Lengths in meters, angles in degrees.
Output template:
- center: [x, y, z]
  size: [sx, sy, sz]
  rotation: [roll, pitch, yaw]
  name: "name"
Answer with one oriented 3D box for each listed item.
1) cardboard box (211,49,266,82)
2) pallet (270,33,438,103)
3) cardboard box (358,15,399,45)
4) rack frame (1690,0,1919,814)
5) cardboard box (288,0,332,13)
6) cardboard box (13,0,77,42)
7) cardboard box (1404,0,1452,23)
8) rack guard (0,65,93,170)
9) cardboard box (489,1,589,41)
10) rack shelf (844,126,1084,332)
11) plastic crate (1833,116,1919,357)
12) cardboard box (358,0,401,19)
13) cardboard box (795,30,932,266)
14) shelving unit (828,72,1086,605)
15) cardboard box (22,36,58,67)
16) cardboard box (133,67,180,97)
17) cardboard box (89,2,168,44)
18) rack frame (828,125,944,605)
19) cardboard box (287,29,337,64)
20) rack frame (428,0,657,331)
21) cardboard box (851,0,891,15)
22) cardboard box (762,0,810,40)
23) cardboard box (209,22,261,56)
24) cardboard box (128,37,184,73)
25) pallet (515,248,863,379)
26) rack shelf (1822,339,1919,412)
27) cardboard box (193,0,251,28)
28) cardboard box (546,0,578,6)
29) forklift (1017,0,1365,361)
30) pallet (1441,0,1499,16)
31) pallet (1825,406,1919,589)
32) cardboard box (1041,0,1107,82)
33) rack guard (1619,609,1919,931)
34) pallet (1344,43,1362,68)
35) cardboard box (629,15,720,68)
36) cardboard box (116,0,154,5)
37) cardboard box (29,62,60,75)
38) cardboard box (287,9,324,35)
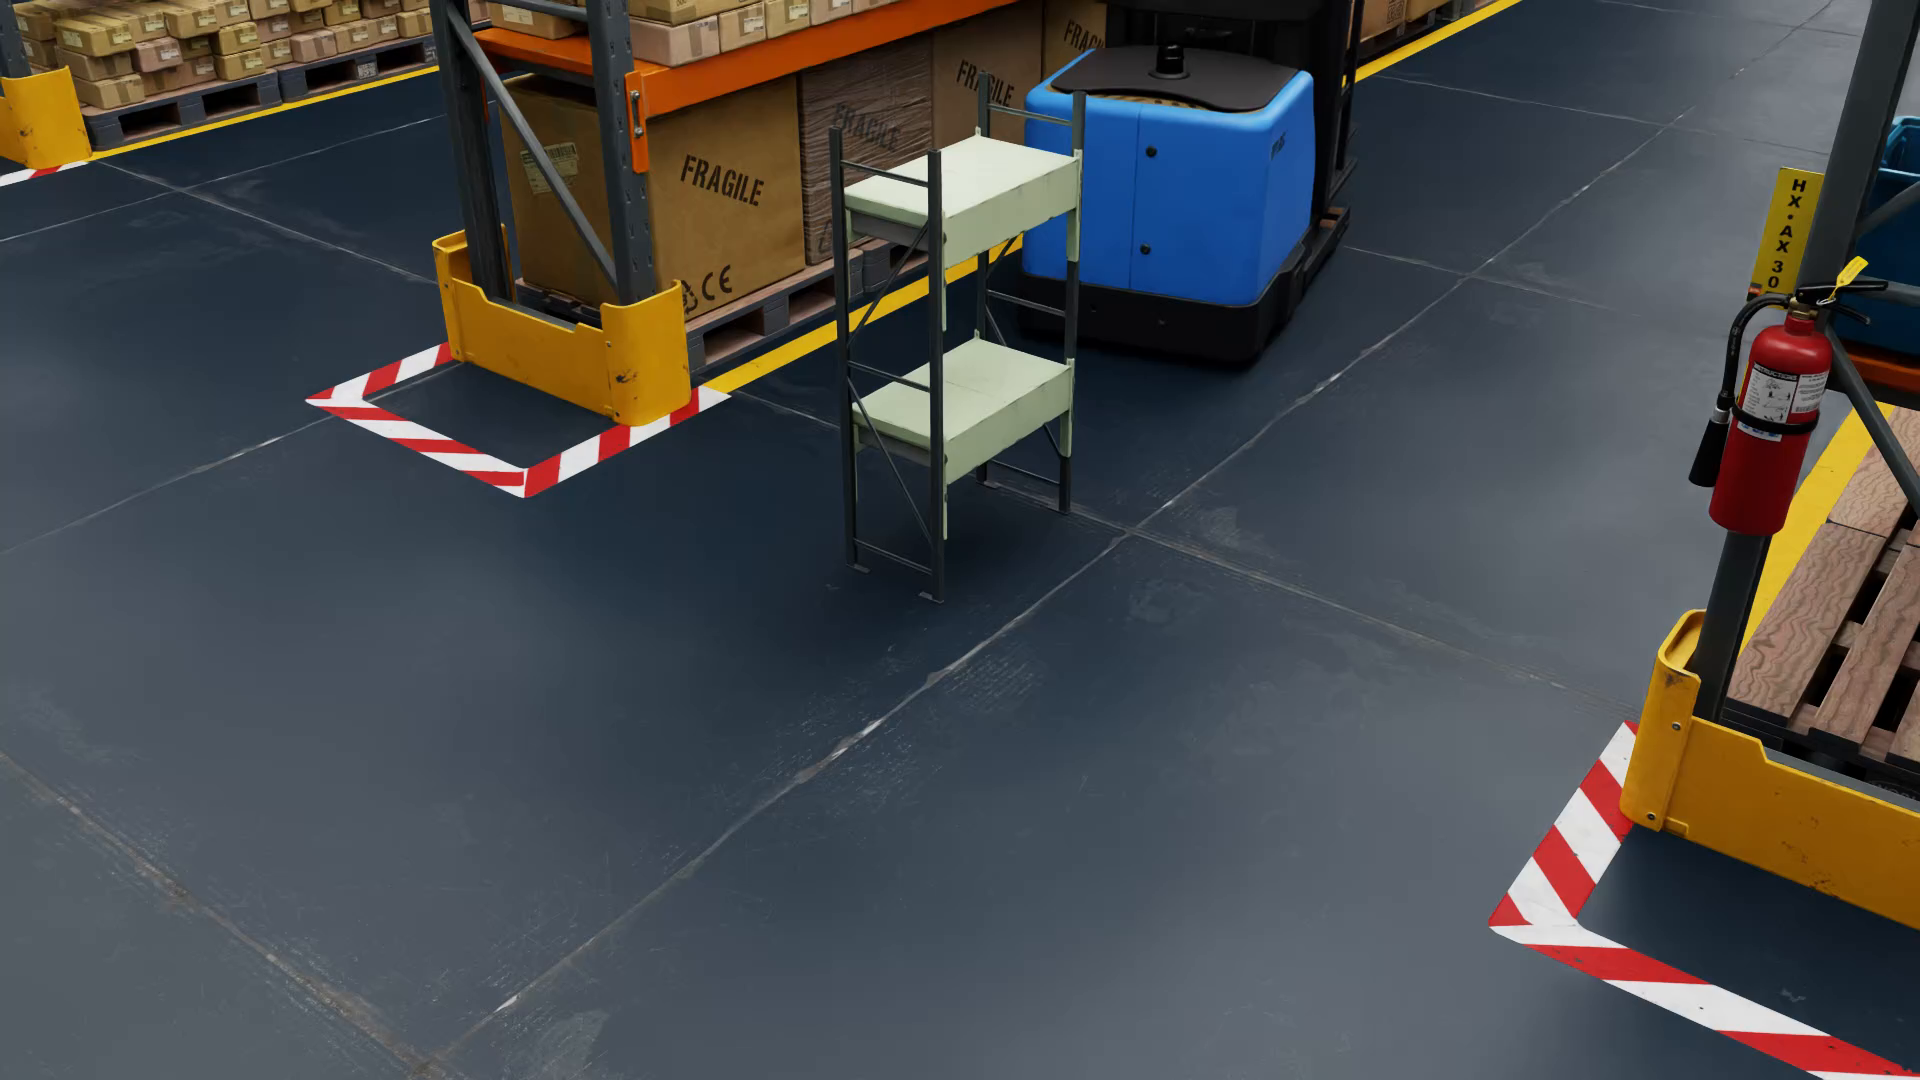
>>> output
- center: [-4.453, -2.919, 10.117]
  size: [0.380, 0.149, 0.250]
  rotation: [22, 37, 32]
  name: "cardboard box"
- center: [-4.202, -3.190, 10.925]
  size: [1.003, 0.211, 1.213]
  rotation: [21, 37, 31]
  name: "pallet"
- center: [-3.890, -3.355, 10.854]
  size: [0.380, 0.149, 0.250]
  rotation: [22, 37, 32]
  name: "cardboard box"
- center: [2.339, -0.454, 3.573]
  size: [1.000, 3.000, 0.127]
  rotation: [21, 37, 31]
  name: "rack frame"
- center: [-4.137, -3.405, 10.354]
  size: [0.380, 0.149, 0.250]
  rotation: [22, 37, 32]
  name: "cardboard box"
- center: [-5.386, -3.049, 9.753]
  size: [0.380, 0.149, 0.250]
  rotation: [22, 37, 32]
  name: "cardboard box"
- center: [2.786, -4.222, 11.604]
  size: [1.225, 0.875, 0.875]
  rotation: [19, 36, 29]
  name: "cardboard box"
- center: [-5.457, -2.501, 9.480]
  size: [1.175, 0.500, 0.348]
  rotation: [21, 37, 31]
  name: "rack guard"
- center: [-1.657, -2.116, 6.624]
  size: [0.380, 0.149, 0.250]
  rotation: [22, 37, 32]
  name: "cardboard box"
- center: [0.004, -0.984, 5.173]
  size: [0.431, 0.370, 0.720]
  rotation: [21, 37, 31]
  name: "rack shelf"
- center: [2.392, -0.688, 3.875]
  size: [0.616, 0.435, 0.499]
  rotation: [21, 37, 31]
  name: "plastic crate"
- center: [-3.872, -3.515, 10.832]
  size: [0.380, 0.149, 0.250]
  rotation: [19, 36, 29]
  name: "cardboard box"
- center: [-0.738, -1.899, 7.684]
  size: [0.875, 0.875, 0.875]
  rotation: [21, 37, 31]
  name: "cardboard box"
- center: [0.004, -0.648, 5.372]
  size: [0.431, 1.500, 0.755]
  rotation: [21, 37, 31]
  name: "shelving unit"
- center: [-5.412, -2.930, 9.844]
  size: [0.380, 0.149, 0.250]
  rotation: [20, 36, 30]
  name: "cardboard box"
- center: [-4.839, -2.746, 9.825]
  size: [0.380, 0.149, 0.250]
  rotation: [21, 37, 31]
  name: "cardboard box"
- center: [-4.846, -3.013, 9.693]
  size: [0.380, 0.149, 0.250]
  rotation: [22, 37, 32]
  name: "cardboard box"
- center: [-0.217, -0.499, 5.121]
  size: [0.400, 1.500, 0.023]
  rotation: [21, 37, 31]
  name: "rack frame"
- center: [-4.155, -3.126, 10.468]
  size: [0.380, 0.149, 0.250]
  rotation: [19, 36, 29]
  name: "cardboard box"
- center: [-1.610, -1.978, 6.145]
  size: [1.000, 3.000, 0.127]
  rotation: [21, 37, 31]
  name: "rack frame"
- center: [-0.514, -2.331, 6.987]
  size: [0.380, 0.149, 0.250]
  rotation: [20, 36, 30]
  name: "cardboard box"
- center: [-0.825, -2.121, 6.634]
  size: [0.380, 0.149, 0.250]
  rotation: [20, 36, 30]
  name: "cardboard box"
- center: [-4.453, -3.053, 10.052]
  size: [0.380, 0.149, 0.250]
  rotation: [22, 37, 33]
  name: "cardboard box"
- center: [-4.772, -2.855, 9.719]
  size: [0.380, 0.149, 0.250]
  rotation: [21, 37, 31]
  name: "cardboard box"
- center: [-1.190, -1.127, 7.445]
  size: [1.003, 0.211, 1.213]
  rotation: [21, 37, 31]
  name: "pallet"
- center: [3.546, -0.957, 5.128]
  size: [1.077, 0.370, 4.000]
  rotation: [21, 37, 31]
  name: "rack shelf"
- center: [-4.508, -3.202, 10.012]
  size: [0.380, 0.149, 0.250]
  rotation: [19, 36, 29]
  name: "cardboard box"
- center: [-1.529, -2.320, 6.578]
  size: [0.500, 0.250, 0.500]
  rotation: [20, 36, 31]
  name: "cardboard box"
- center: [1.291, -2.733, 7.487]
  size: [1.130, 2.935, 3.031]
  rotation: [12, 33, 20]
  name: "forklift"
- center: [3.692, -4.347, 12.878]
  size: [1.003, 0.211, 1.213]
  rotation: [21, 37, 31]
  name: "pallet"
- center: [3.605, -0.071, 5.663]
  size: [1.003, 0.211, 1.213]
  rotation: [21, 37, 31]
  name: "pallet"
- center: [0.342, -2.627, 8.912]
  size: [0.875, 0.875, 0.875]
  rotation: [21, 37, 31]
  name: "cardboard box"
- center: [2.335, 0.636, 4.187]
  size: [1.175, 0.500, 0.348]
  rotation: [21, 37, 31]
  name: "rack guard"
- center: [1.946, -3.239, 11.008]
  size: [1.003, 0.211, 1.213]
  rotation: [21, 37, 31]
  name: "pallet"
- center: [-1.133, -1.913, 6.281]
  size: [0.380, 0.149, 0.250]
  rotation: [22, 37, 32]
  name: "cardboard box"
- center: [-5.133, -3.278, 10.139]
  size: [0.380, 0.149, 0.250]
  rotation: [20, 36, 30]
  name: "cardboard box"
- center: [-5.352, -2.778, 9.879]
  size: [0.380, 0.149, 0.250]
  rotation: [22, 37, 32]
  name: "cardboard box"
- center: [-4.238, -3.313, 10.491]
  size: [0.380, 0.149, 0.250]
  rotation: [23, 38, 34]
  name: "cardboard box"
